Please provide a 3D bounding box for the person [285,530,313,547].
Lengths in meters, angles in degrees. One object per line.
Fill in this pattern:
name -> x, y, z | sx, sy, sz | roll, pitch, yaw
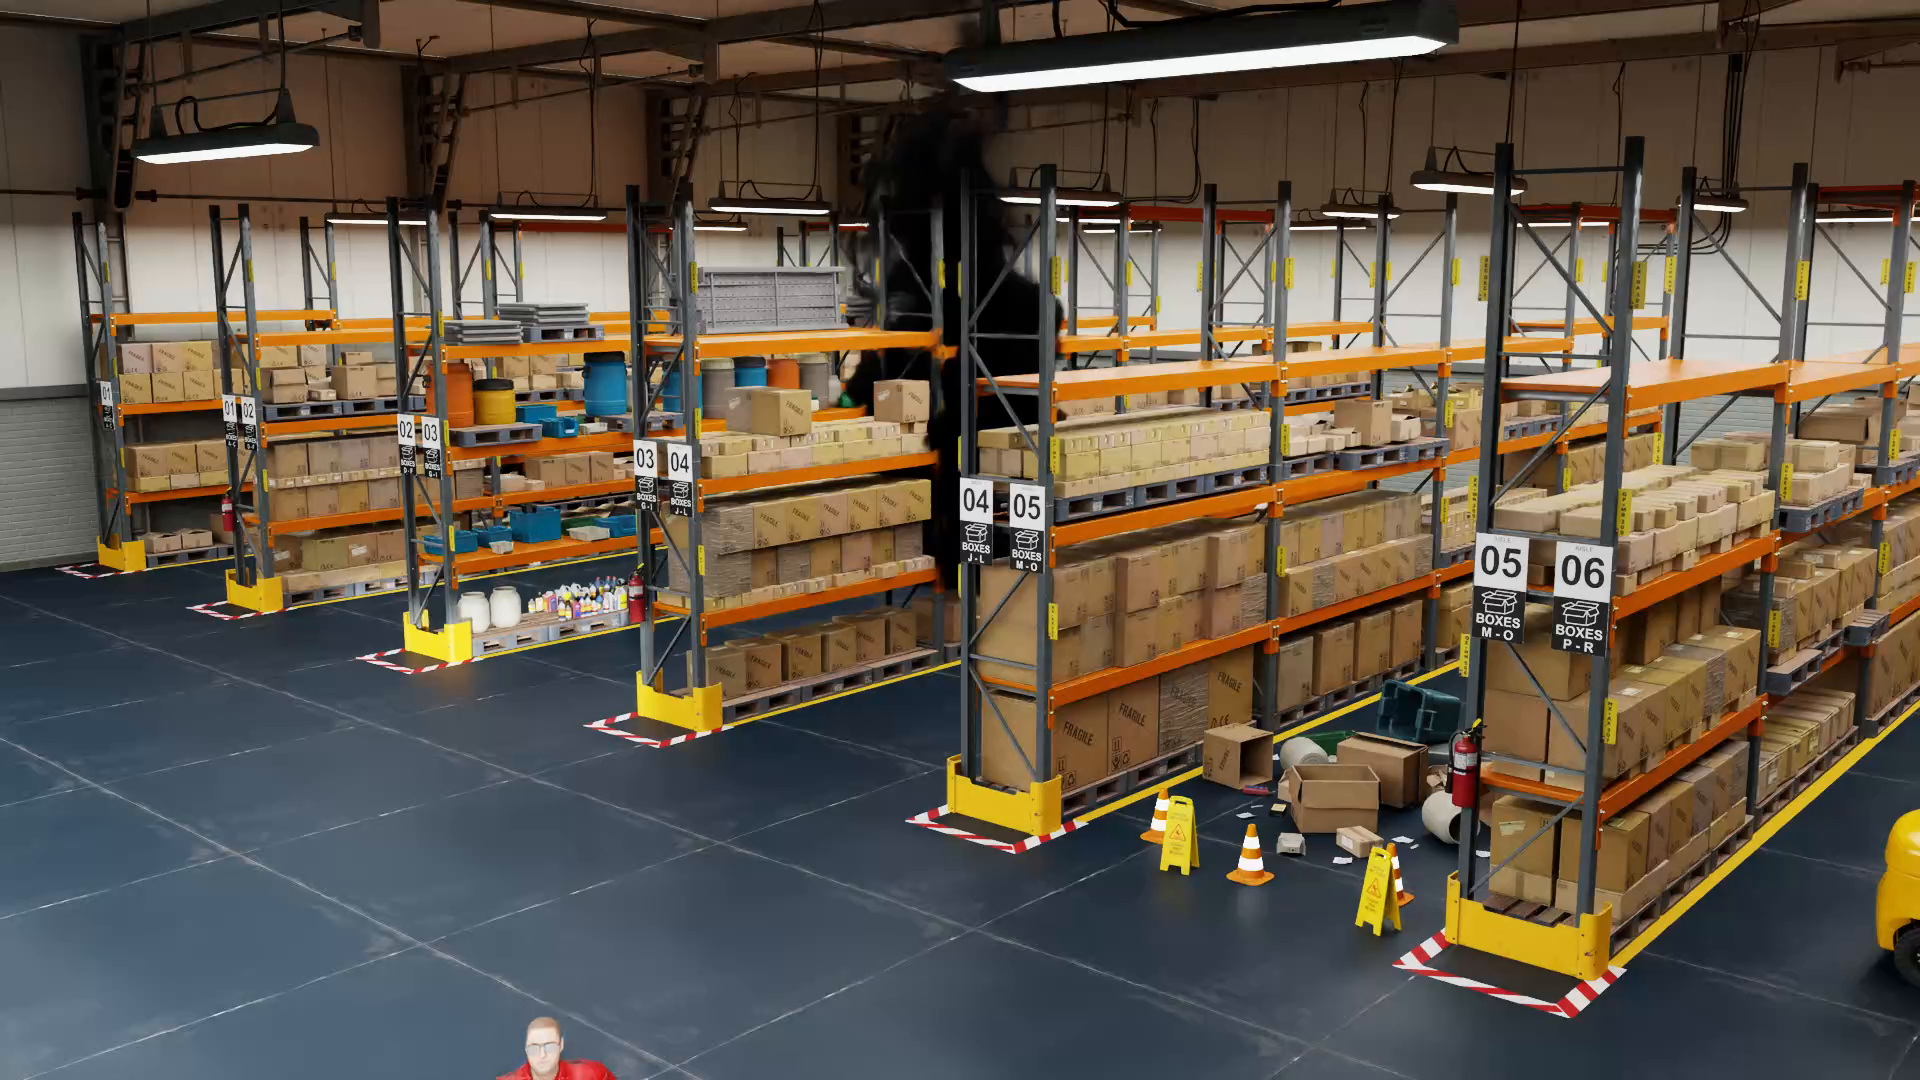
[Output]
person -> -10.994, -0.326, 27.659 | 0.704, 1.750, 1.038 | 7, 12, 36

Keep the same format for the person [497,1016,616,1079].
person -> -1.890, 3.078, 7.703 | 0.640, 1.781, 0.727 | -1, 10, -9

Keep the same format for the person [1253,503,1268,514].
person -> 4.060, 0.354, 22.142 | 0.646, 1.751, 0.711 | 8, 12, 38
